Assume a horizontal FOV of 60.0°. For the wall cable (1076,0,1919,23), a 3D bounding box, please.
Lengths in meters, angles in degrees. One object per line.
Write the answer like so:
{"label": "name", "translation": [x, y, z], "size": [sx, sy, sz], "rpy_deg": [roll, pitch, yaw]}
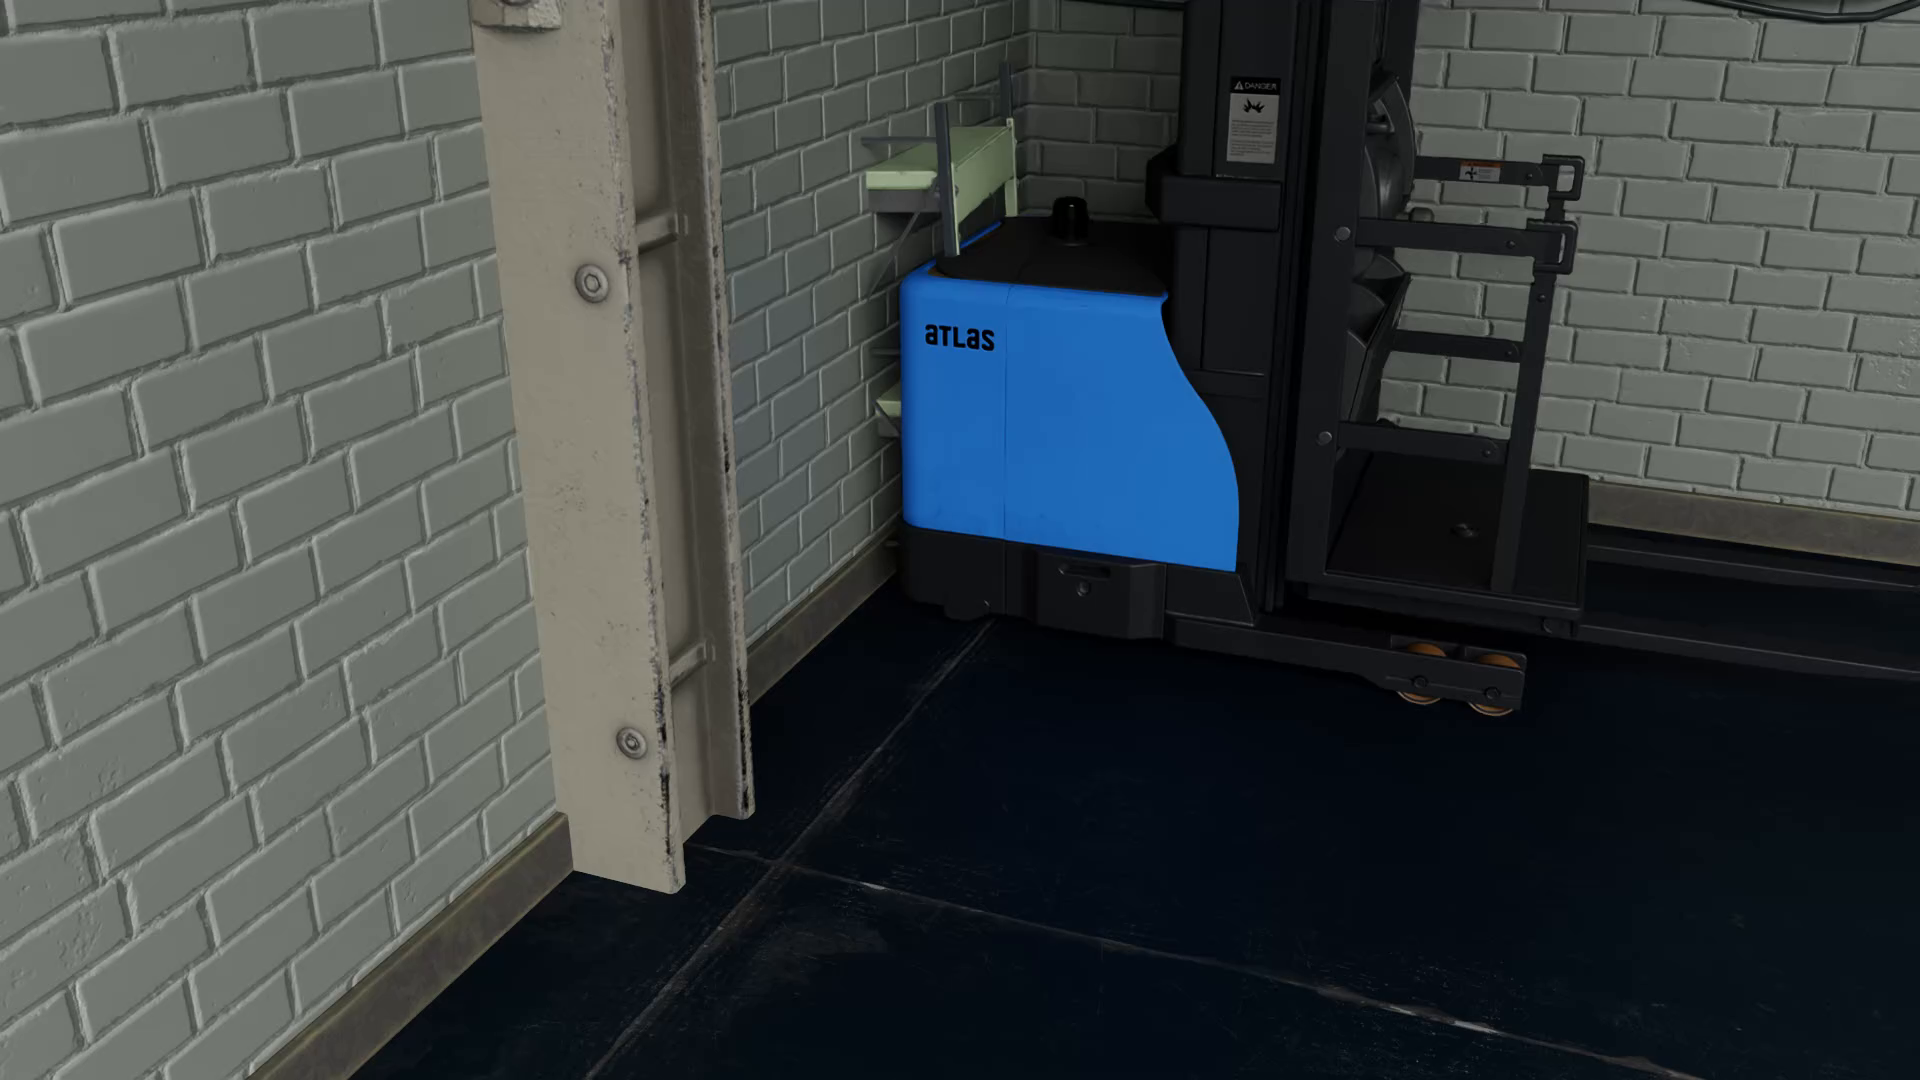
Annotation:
{"label": "wall cable", "translation": [1.599, -2.866, 4.964], "size": [3.097, 2.526, 0.112], "rpy_deg": [9, 24, 20]}

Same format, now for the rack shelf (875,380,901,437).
{"label": "rack shelf", "translation": [-0.063, -0.425, 5.544], "size": [0.431, 0.370, 0.720], "rpy_deg": [3, 25, 16]}

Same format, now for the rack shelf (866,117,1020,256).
{"label": "rack shelf", "translation": [-0.108, -1.078, 5.253], "size": [0.431, 0.370, 0.720], "rpy_deg": [3, 25, 16]}

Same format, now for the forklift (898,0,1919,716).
{"label": "forklift", "translation": [1.382, -1.098, 4.577], "size": [3.031, 2.935, 1.130], "rpy_deg": [8, 24, 18]}

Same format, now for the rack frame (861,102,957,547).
{"label": "rack frame", "translation": [-0.183, -0.573, 5.092], "size": [0.400, 1.500, 0.023], "rpy_deg": [3, 25, 16]}

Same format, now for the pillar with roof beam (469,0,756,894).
{"label": "pillar with roof beam", "translation": [3.274, -2.817, 0.819], "size": [9.100, 9.000, 0.400], "rpy_deg": [9, 24, 20]}

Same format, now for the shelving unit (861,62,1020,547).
{"label": "shelving unit", "translation": [-0.084, -0.722, 5.411], "size": [0.431, 1.500, 0.755], "rpy_deg": [3, 25, 16]}

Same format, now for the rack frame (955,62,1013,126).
{"label": "rack frame", "translation": [0.016, -0.871, 5.730], "size": [0.400, 1.500, 0.023], "rpy_deg": [3, 25, 16]}
